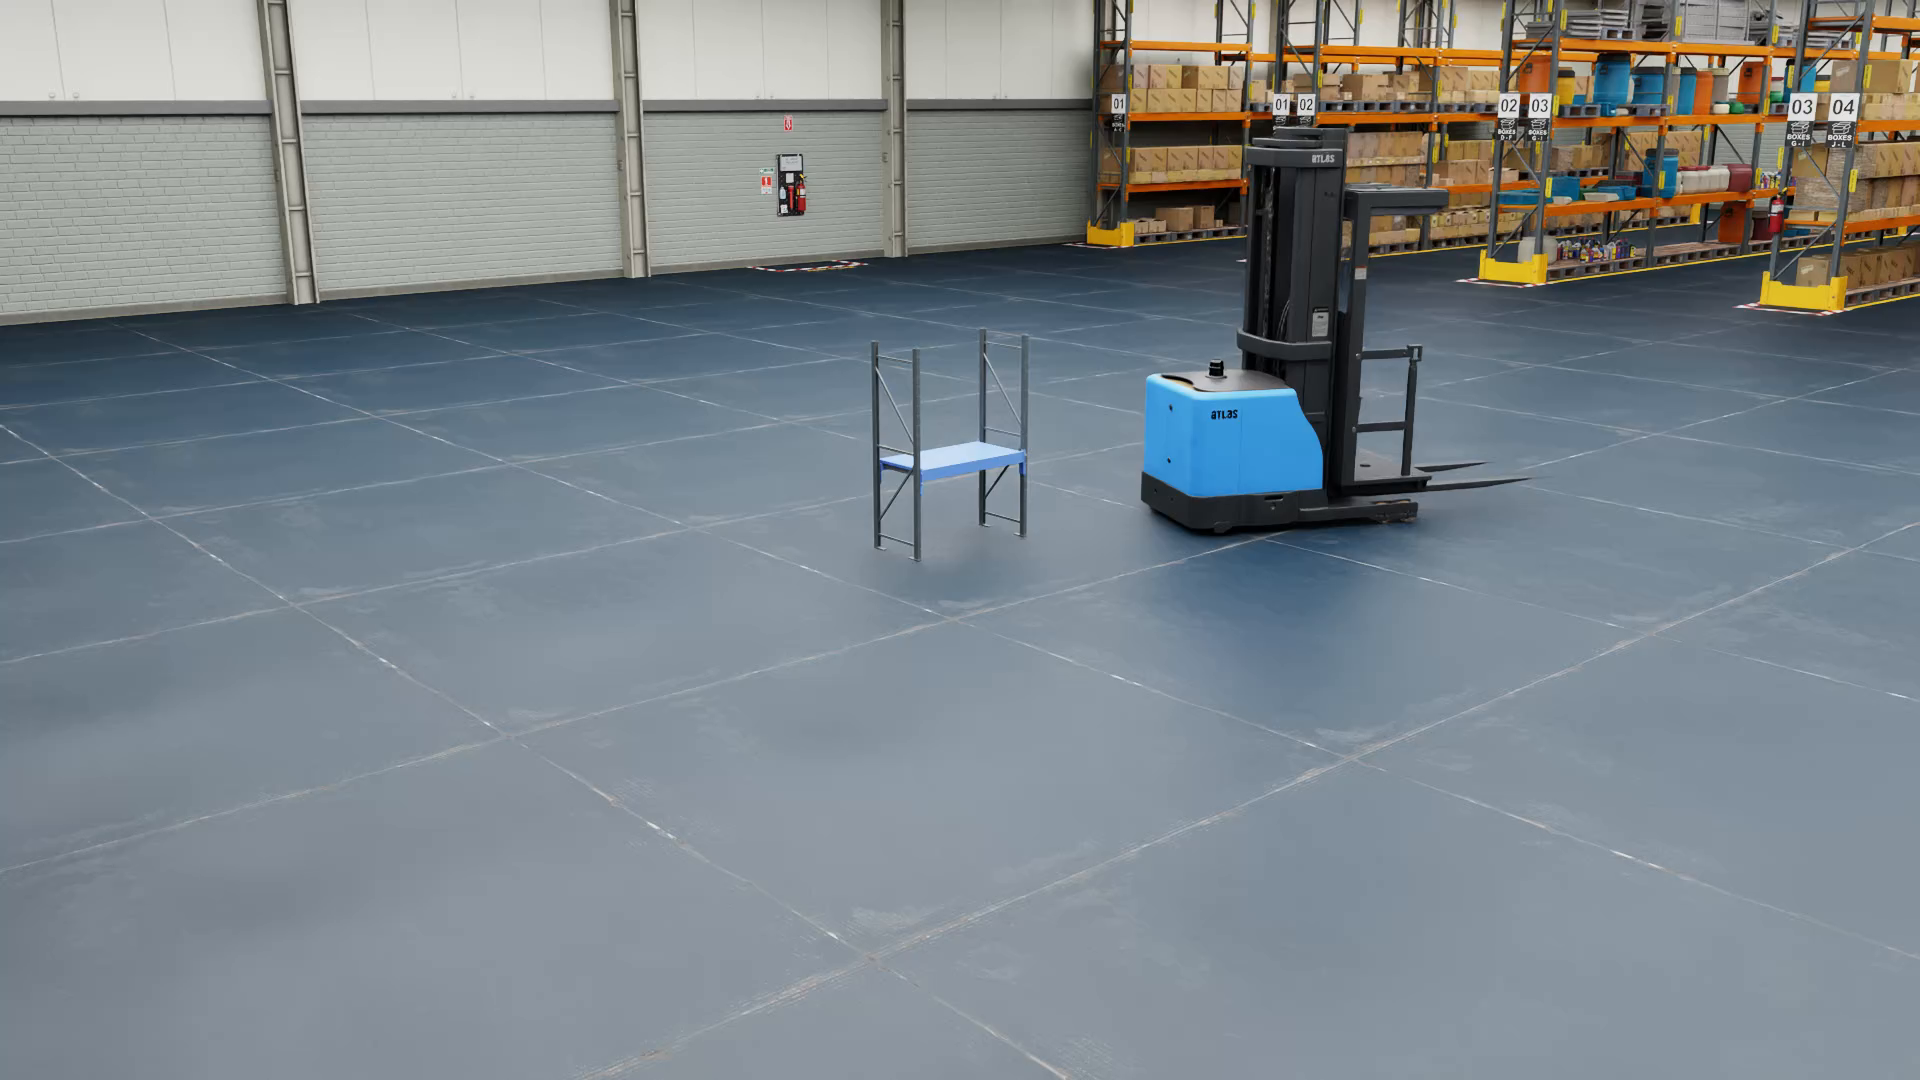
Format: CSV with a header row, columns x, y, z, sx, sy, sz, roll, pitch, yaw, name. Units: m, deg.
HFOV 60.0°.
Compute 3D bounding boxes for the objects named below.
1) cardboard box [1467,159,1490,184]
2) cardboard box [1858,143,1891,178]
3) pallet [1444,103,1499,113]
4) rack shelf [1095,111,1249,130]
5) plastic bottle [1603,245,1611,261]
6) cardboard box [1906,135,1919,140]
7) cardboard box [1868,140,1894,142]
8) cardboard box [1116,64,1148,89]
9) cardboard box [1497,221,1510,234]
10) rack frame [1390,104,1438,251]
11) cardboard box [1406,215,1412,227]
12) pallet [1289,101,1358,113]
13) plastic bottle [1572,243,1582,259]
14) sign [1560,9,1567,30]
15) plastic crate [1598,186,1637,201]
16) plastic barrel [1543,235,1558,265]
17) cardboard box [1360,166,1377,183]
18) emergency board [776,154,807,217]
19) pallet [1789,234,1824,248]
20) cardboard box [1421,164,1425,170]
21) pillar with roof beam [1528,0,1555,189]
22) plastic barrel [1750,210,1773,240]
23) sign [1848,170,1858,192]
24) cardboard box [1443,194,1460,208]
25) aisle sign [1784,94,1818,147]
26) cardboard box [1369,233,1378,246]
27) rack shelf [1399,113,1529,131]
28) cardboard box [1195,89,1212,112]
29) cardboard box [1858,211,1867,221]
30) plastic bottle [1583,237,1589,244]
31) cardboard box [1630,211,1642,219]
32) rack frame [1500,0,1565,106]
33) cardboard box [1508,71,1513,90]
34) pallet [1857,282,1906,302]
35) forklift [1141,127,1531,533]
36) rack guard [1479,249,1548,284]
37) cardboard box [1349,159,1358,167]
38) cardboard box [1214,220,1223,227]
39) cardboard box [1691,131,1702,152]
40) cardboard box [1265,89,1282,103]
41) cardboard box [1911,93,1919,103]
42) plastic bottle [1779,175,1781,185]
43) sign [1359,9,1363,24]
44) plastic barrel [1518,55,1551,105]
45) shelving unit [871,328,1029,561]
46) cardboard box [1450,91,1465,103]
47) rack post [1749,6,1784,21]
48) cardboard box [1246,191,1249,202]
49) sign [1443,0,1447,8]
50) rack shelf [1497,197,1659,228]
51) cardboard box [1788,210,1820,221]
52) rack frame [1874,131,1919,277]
x,y,z,sx,sy,sz,roll,pitch,yaw,name
11.286,-8.109,36.603,0.500,0.500,0.500,-14,20,-42,cardboard box
13.982,-5.863,25.678,0.500,0.500,0.500,-13,19,-39,cardboard box
11.246,-9.384,36.122,1.213,0.211,1.003,-12,19,-37,pallet
4.761,-9.397,37.201,4.000,0.370,1.077,-13,19,-39,rack shelf
11.962,-5.323,30.792,0.135,0.276,0.152,-12,19,-38,plastic bottle
16.715,-6.342,28.203,1.000,1.000,1.000,-12,19,-39,cardboard box
15.141,-6.305,27.334,0.500,0.500,0.500,-13,19,-39,cardboard box
3.702,-9.965,35.762,0.500,0.500,0.500,14,21,43,cardboard box
11.918,-6.998,37.152,0.500,0.250,0.500,-13,20,-40,cardboard box
9.524,-7.671,35.155,0.127,3.000,1.000,-13,19,-39,rack frame
9.641,-6.941,35.849,0.500,0.311,0.500,-13,19,-39,cardboard box
7.057,-8.514,32.672,1.213,0.211,1.003,-13,19,-39,pallet
11.544,-5.418,31.147,0.135,0.276,0.152,-13,19,-39,plastic bottle
10.113,-8.718,27.855,0.005,0.325,0.100,-13,19,-39,sign
12.116,-6.394,30.662,0.616,0.251,0.499,-13,19,-39,plastic crate
10.580,-5.241,30.064,0.421,0.512,0.421,0,15,0,plastic barrel
8.033,-7.381,33.876,0.500,0.500,0.700,-12,19,-38,cardboard box
-3.204,-6.816,31.956,0.643,1.169,0.194,-13,19,-39,emergency board
18.198,-6.591,36.517,1.213,0.211,1.003,-13,19,-39,pallet
11.835,-9.683,43.137,0.250,0.149,0.380,-12,19,-38,cardboard box
19.617,-13.354,44.805,0.400,9.000,9.100,-13,19,-39,pillar with roof beam
17.000,-6.699,35.375,0.708,0.588,0.600,-13,19,-39,plastic barrel
13.363,-5.377,24.889,0.005,0.325,0.100,-13,19,-39,sign
12.936,-9.092,44.505,0.500,0.500,0.700,-12,19,-39,cardboard box
12.763,-6.368,25.240,0.004,0.787,0.394,-13,19,-39,aisle sign
8.190,-6.169,34.047,0.500,0.250,0.500,-13,19,-39,cardboard box
11.033,-9.111,36.129,4.000,0.370,1.077,-13,19,-39,rack shelf
5.268,-9.824,37.170,0.500,0.500,0.500,-14,20,-41,cardboard box
13.778,-5.023,25.728,0.250,0.149,0.380,-13,19,-39,cardboard box
11.891,-5.583,31.618,0.185,0.351,0.144,-12,19,-38,plastic bottle
16.664,-8.047,41.202,0.250,0.166,0.380,-13,19,-39,cardboard box
9.755,-8.927,28.232,0.127,3.000,1.000,-13,19,-39,rack frame
14.564,-12.398,44.870,0.500,0.500,0.500,-12,19,-38,cardboard box
14.620,-4.066,27.063,1.213,0.211,1.003,-13,19,-39,pallet
3.006,-1.664,12.799,3.031,2.935,1.130,-4,16,-16,forklift
9.782,-4.843,29.411,0.348,0.500,1.175,-13,19,-39,rack guard
7.721,-7.555,33.270,0.250,0.149,0.380,-14,20,-41,cardboard box
5.885,-7.382,38.711,0.380,0.166,0.250,13,20,40,cardboard box
18.421,-10.106,42.141,0.500,0.500,0.500,-13,20,-40,cardboard box
7.199,-10.425,39.012,0.500,0.311,0.500,-12,19,-38,cardboard box
14.978,-6.975,26.257,0.250,0.149,0.380,-12,19,-37,cardboard box
17.131,-7.503,34.775,0.097,0.271,0.097,0,15,0,plastic bottle
9.650,-12.596,40.006,0.005,0.325,0.100,-13,19,-39,sign
10.038,-7.995,28.910,0.708,0.830,0.600,-13,19,-39,plastic barrel
-0.064,-0.710,12.002,1.048,1.500,0.538,-13,19,-39,shelving unit
10.407,-9.447,35.467,0.500,0.250,0.500,14,20,42,cardboard box
16.314,-10.682,33.804,0.986,0.289,0.624,-13,19,-39,rack post
7.144,-8.205,39.693,0.500,0.250,0.500,-13,20,-41,cardboard box
9.870,-10.985,33.820,0.005,0.325,0.100,-13,19,-39,sign
11.264,-6.020,30.367,4.000,0.370,1.077,-13,19,-39,rack shelf
13.086,-5.031,25.760,0.250,0.149,0.380,-13,19,-39,cardboard box
16.024,-5.742,27.933,0.127,3.000,1.000,-13,19,-39,rack frame
